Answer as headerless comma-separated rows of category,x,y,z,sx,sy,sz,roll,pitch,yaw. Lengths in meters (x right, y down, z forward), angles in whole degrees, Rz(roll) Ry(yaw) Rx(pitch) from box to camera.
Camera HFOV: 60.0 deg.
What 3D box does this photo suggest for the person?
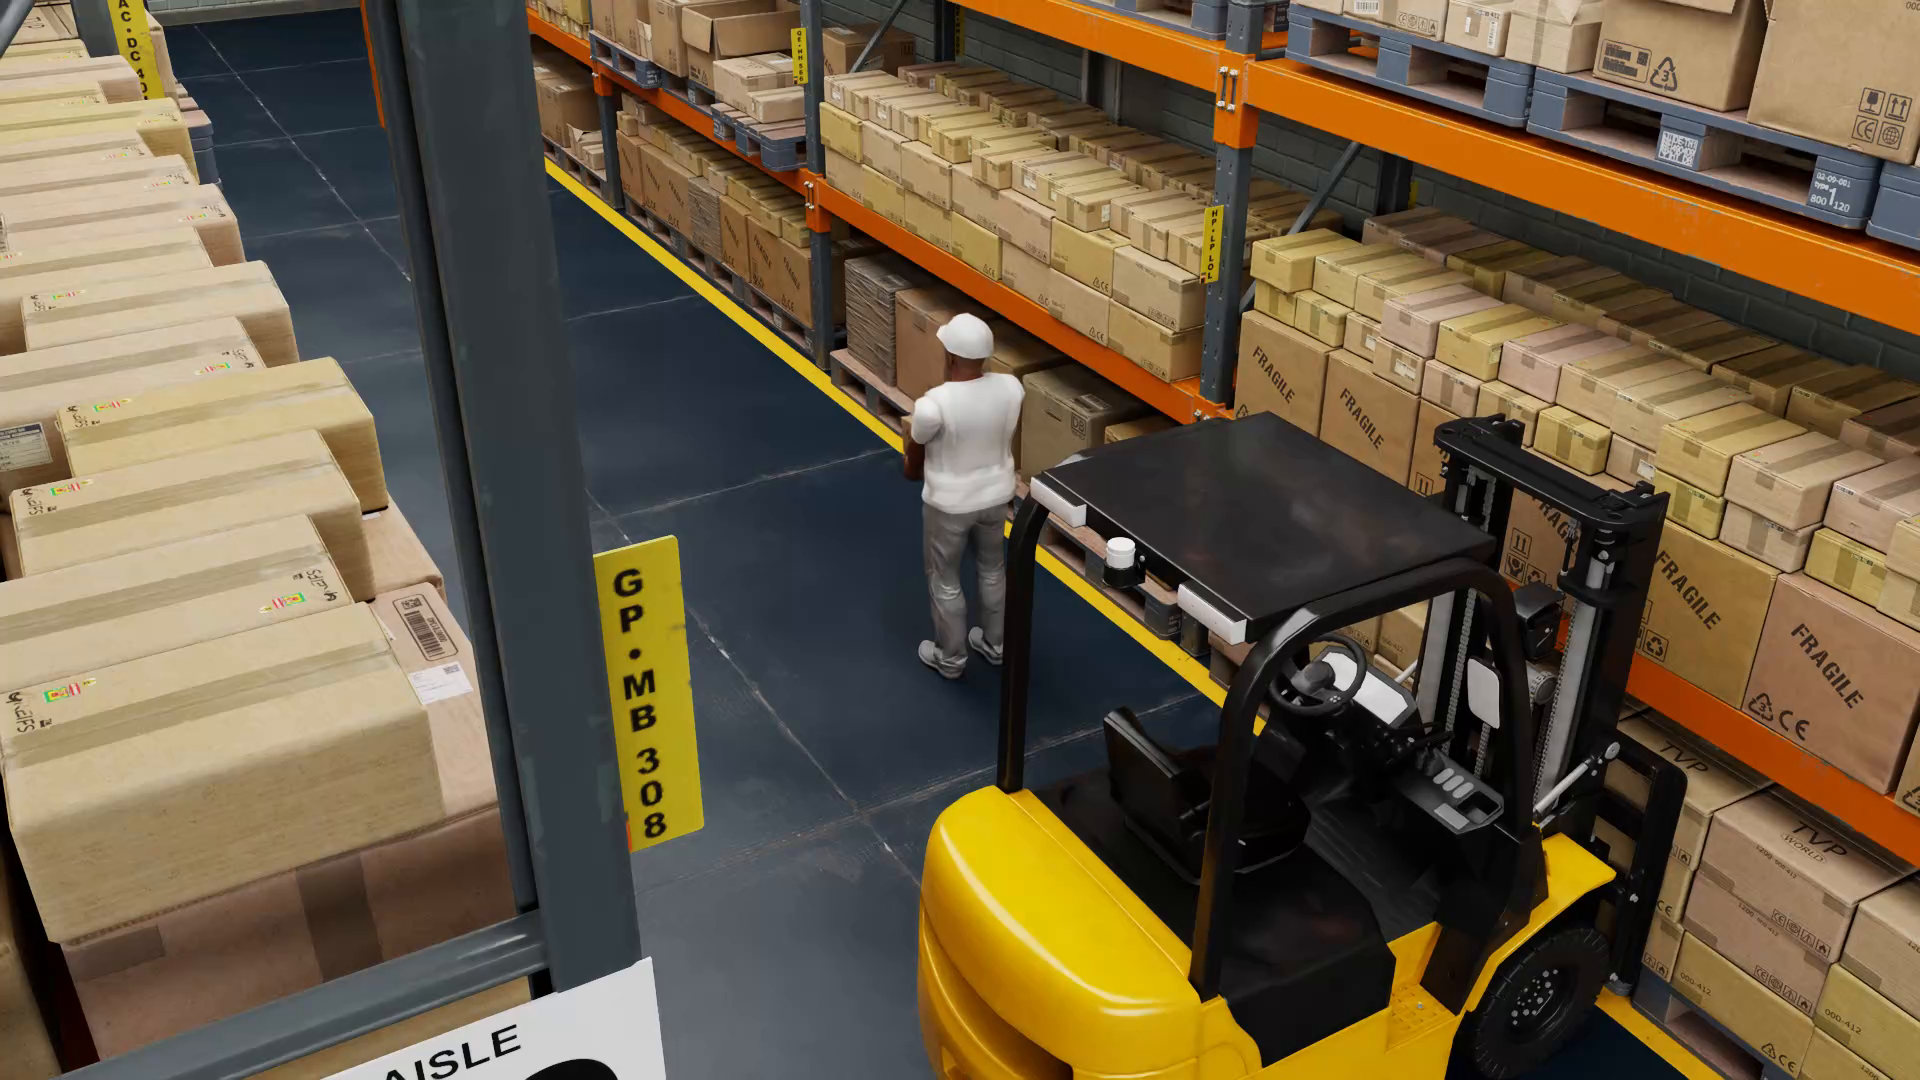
person,0.010,-0.197,7.466,0.623,1.759,0.460,-16,33,-27
